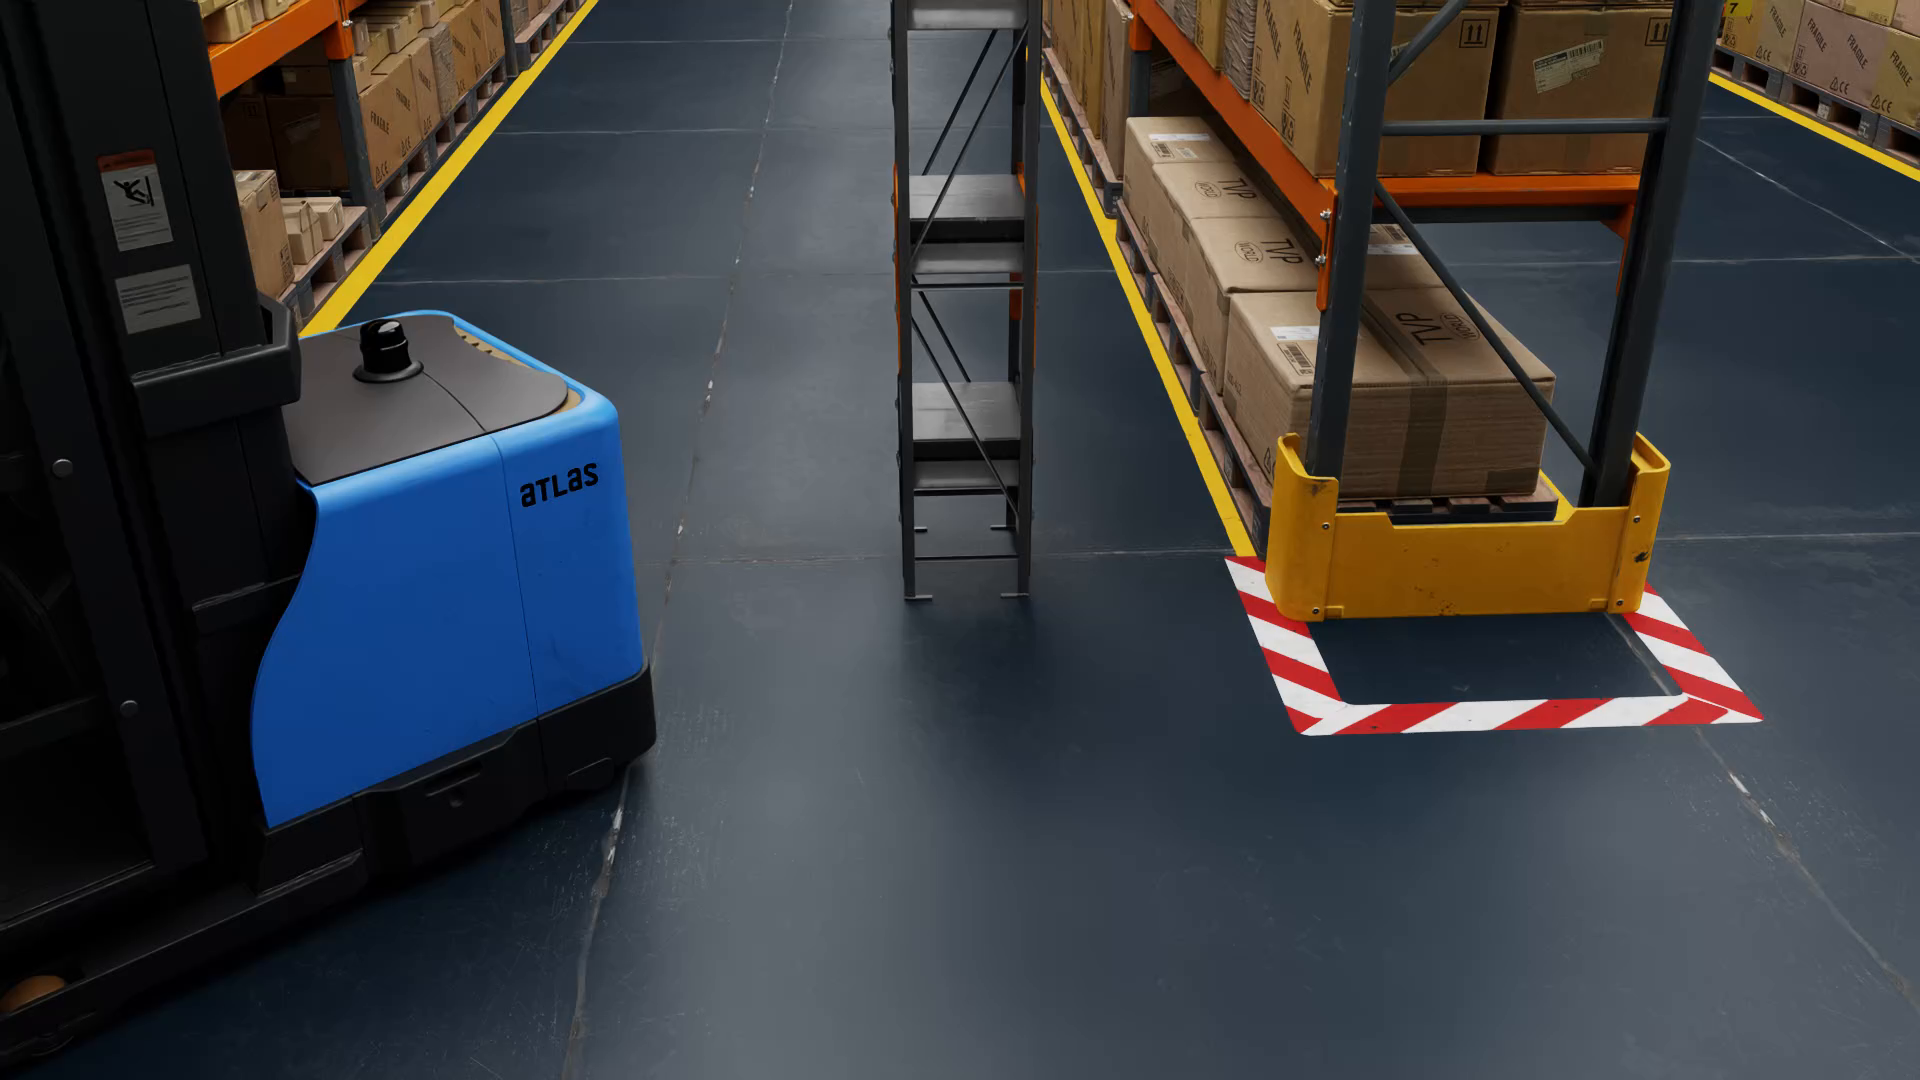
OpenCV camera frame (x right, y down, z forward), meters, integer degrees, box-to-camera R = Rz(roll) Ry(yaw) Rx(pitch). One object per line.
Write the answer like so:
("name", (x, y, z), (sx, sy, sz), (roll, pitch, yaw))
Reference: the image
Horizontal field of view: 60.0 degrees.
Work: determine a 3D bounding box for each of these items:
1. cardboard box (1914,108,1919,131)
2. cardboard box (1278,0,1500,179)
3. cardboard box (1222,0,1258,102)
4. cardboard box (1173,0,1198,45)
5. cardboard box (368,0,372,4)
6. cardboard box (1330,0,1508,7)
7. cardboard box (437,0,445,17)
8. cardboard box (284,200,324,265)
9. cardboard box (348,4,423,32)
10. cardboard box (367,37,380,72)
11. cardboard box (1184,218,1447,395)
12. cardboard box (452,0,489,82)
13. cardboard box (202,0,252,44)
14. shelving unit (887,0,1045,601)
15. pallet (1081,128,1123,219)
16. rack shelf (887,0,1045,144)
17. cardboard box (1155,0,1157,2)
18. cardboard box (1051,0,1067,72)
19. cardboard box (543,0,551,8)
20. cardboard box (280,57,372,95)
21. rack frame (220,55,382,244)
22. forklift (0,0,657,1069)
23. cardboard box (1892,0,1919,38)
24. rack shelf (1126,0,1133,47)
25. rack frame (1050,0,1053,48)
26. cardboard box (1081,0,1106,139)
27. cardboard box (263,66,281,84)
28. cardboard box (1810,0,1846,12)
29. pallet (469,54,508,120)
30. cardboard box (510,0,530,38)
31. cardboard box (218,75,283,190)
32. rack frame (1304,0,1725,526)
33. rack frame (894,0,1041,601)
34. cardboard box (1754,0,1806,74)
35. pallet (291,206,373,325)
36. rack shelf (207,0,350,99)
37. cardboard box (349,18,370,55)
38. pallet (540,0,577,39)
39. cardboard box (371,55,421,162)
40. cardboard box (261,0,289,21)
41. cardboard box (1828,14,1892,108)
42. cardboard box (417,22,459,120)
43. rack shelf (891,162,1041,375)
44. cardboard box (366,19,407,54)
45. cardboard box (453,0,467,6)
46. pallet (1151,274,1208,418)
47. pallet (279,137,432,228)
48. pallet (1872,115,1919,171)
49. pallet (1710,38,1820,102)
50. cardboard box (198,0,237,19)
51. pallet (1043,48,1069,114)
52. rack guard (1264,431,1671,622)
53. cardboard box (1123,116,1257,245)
("cardboard box", (6.036, -2.601, 9.742), (0.500, 0.500, 0.500), (-2, 28, -4))
("cardboard box", (1.307, -1.435, 5.149), (0.500, 0.500, 0.500), (-1, 28, -2))
("cardboard box", (1.259, -1.904, 6.049), (0.500, 0.500, 0.500), (-1, 28, -1))
("cardboard box", (1.193, -2.380, 6.962), (0.500, 0.500, 0.500), (-1, 28, -2))
("cardboard box", (-3.982, -3.628, 11.009), (0.380, 0.149, 0.250), (-1, 28, -2))
("cardboard box", (1.334, -1.878, 4.919), (0.500, 0.500, 0.500), (0, 28, -1))
("cardboard box", (-3.502, -3.404, 10.581), (0.380, 0.149, 0.250), (-2, 28, -3))
("cardboard box", (-3.228, -1.458, 7.805), (0.396, 0.266, 0.258), (0, 28, -1))
("cardboard box", (-3.496, -3.163, 10.118), (0.380, 0.149, 0.250), (-1, 28, -2))
("cardboard box", (-3.439, -2.681, 9.195), (0.380, 0.149, 0.250), (-3, 28, -5))
("cardboard box", (1.406, -0.949, 6.642), (0.875, 0.438, 0.875), (-1, 28, -1))
("cardboard box", (-3.525, -3.403, 11.280), (0.500, 0.500, 0.500), (-2, 28, -3))
("cardboard box", (-3.199, -2.169, 6.936), (0.380, 0.149, 0.250), (-2, 28, -3))
("shelving unit", (0.009, -0.855, 5.118), (0.431, 2.100, 0.503), (-1, 28, -3))
("pallet", (1.272, -2.139, 9.623), (1.003, 0.211, 1.213), (-1, 28, -3))
("rack shelf", (0.009, -1.463, 4.800), (0.431, 0.518, 0.480), (-1, 28, -3))
("cardboard box", (1.151, -2.842, 7.848), (0.500, 0.500, 0.500), (-1, 28, -1))
("cardboard box", (1.132, -3.792, 11.619), (0.875, 0.875, 0.875), (-2, 28, -3))
("cardboard box", (-3.874, -4.781, 13.787), (0.875, 0.625, 0.625), (-2, 28, -5))
("cardboard box", (-3.322, -2.437, 8.727), (0.380, 0.149, 0.250), (0, 28, 0))
("rack frame", (-3.569, -2.900, 8.066), (1.000, 3.000, 0.127), (-1, 28, -3))
("forklift", (-2.262, -0.396, 3.340), (3.031, 2.935, 1.130), (-23, 35, -36))
("cardboard box", (6.021, -3.173, 10.029), (0.500, 0.250, 0.500), (0, 28, 0))
("rack shelf", (1.283, -3.626, 10.236), (1.077, 0.370, 4.000), (-1, 28, -3))
("rack frame", (1.179, -4.868, 11.841), (1.000, 3.000, 0.127), (-1, 28, -3))
("cardboard box", (1.221, -2.967, 10.038), (0.875, 0.875, 0.875), (-1, 28, -1))
("cardboard box", (-3.895, -2.549, 8.942), (0.380, 0.149, 0.250), (-1, 28, -3))
("cardboard box", (5.951, -3.658, 10.957), (0.500, 0.250, 0.500), (-1, 28, -2))
("pallet", (-3.777, -3.165, 11.590), (1.003, 0.211, 1.213), (-1, 28, -3))
("cardboard box", (-3.797, -4.168, 12.612), (0.875, 0.625, 0.625), (-1, 28, -1))
("cardboard box", (-3.890, -2.197, 8.968), (0.500, 0.500, 0.500), (-2, 28, -3))
("rack frame", (1.597, -1.174, 4.757), (1.000, 3.000, 0.127), (-1, 28, -3))
("rack frame", (0.021, -0.742, 4.902), (0.400, 2.100, 0.015), (-1, 28, -3))
("cardboard box", (5.929, -3.548, 11.557), (0.500, 0.500, 0.500), (-1, 28, -2))
("pallet", (-3.534, -1.346, 8.103), (1.003, 0.211, 1.213), (-1, 28, -3))
("rack shelf", (-3.465, -1.657, 6.461), (1.077, 0.370, 4.000), (-1, 28, -3))
("cardboard box", (-3.383, -2.688, 8.886), (0.380, 0.149, 0.250), (-3, 28, -5))
("pallet", (-3.843, -4.454, 14.061), (1.003, 0.211, 1.213), (-1, 28, -3))
("cardboard box", (-3.407, -2.452, 9.456), (0.500, 0.500, 0.500), (-2, 28, -3))
("cardboard box", (-3.227, -2.408, 7.395), (0.380, 0.149, 0.250), (-1, 28, -1))
("cardboard box", (5.987, -3.075, 10.651), (0.500, 0.500, 0.500), (-2, 28, -4))
("cardboard box", (-3.450, -2.922, 10.358), (0.500, 0.500, 0.500), (-2, 28, -4))
("rack shelf", (0.009, -0.842, 5.124), (0.431, 0.518, 0.480), (-1, 28, -3))
("cardboard box", (-3.442, -2.924, 9.660), (0.380, 0.149, 0.250), (-1, 28, -3))
("cardboard box", (-3.484, -3.642, 11.037), (0.380, 0.149, 0.250), (-2, 28, -4))
("pallet", (1.416, -0.867, 7.184), (1.003, 0.211, 1.213), (-1, 28, -3))
("pallet", (-3.649, -2.038, 9.429), (1.003, 0.211, 1.213), (-1, 28, -3))
("pallet", (6.284, -2.310, 9.952), (1.003, 0.211, 1.213), (-1, 28, -3))
("pallet", (6.156, -3.437, 12.112), (1.003, 0.211, 1.213), (-1, 28, -3))
("cardboard box", (-3.245, -2.274, 6.707), (0.500, 0.250, 0.500), (-2, 28, -3))
("pallet", (1.145, -3.266, 11.784), (1.003, 0.211, 1.213), (-1, 28, -3))
("rack guard", (1.598, -0.054, 5.314), (1.175, 0.500, 0.348), (-1, 28, -3))
("cardboard box", (1.313, -1.779, 8.233), (0.875, 0.438, 0.875), (-2, 28, -3))
